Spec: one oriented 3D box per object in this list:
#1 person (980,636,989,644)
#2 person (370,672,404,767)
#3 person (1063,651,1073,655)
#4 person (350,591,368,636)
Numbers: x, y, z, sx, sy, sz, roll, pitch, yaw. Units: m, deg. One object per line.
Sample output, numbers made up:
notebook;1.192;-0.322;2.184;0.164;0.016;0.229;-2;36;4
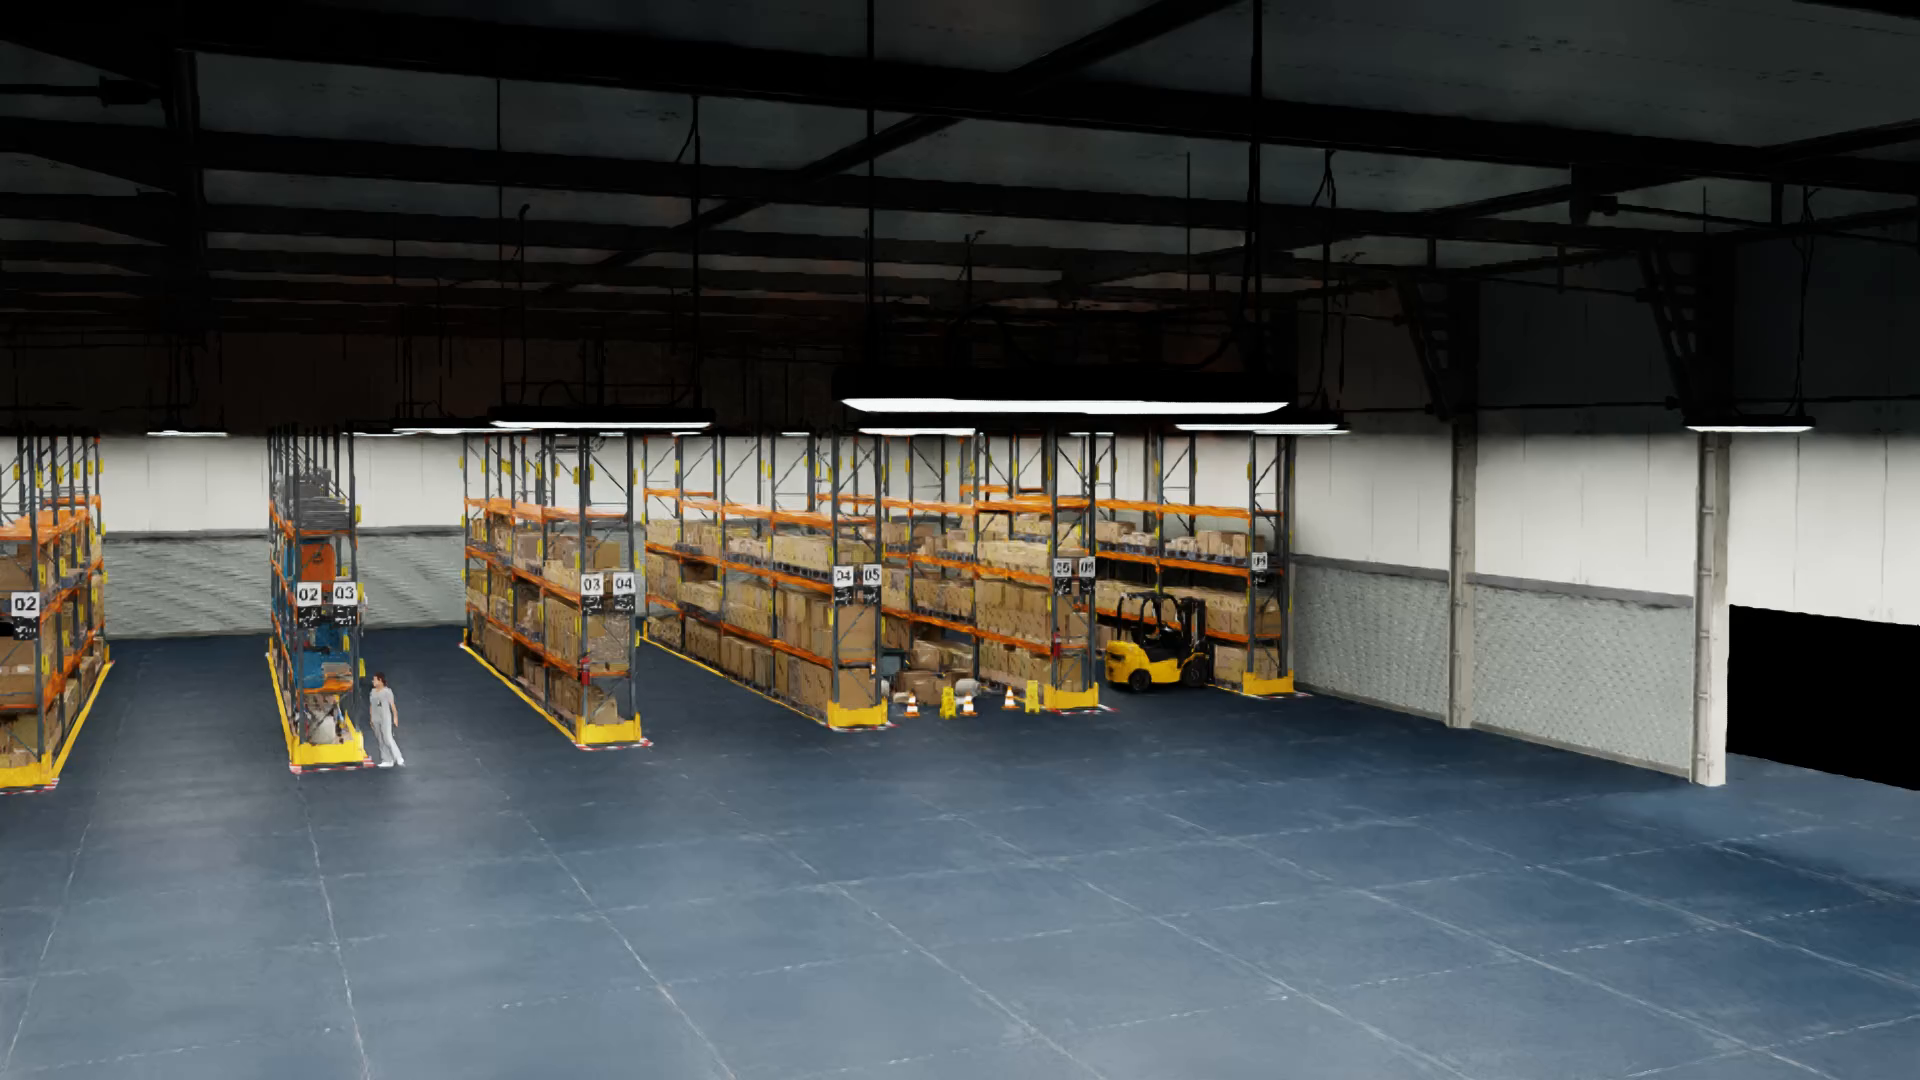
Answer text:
person;0.595;2.214;43.597;0.551;1.665;0.574;0;4;8
person;-9.985;3.122;28.952;0.592;1.656;0.443;1;4;19
person;2.485;2.426;39.071;0.494;1.786;0.606;0;4;7
person;-17.444;2.018;48.181;0.566;1.541;0.519;-2;4;-27
